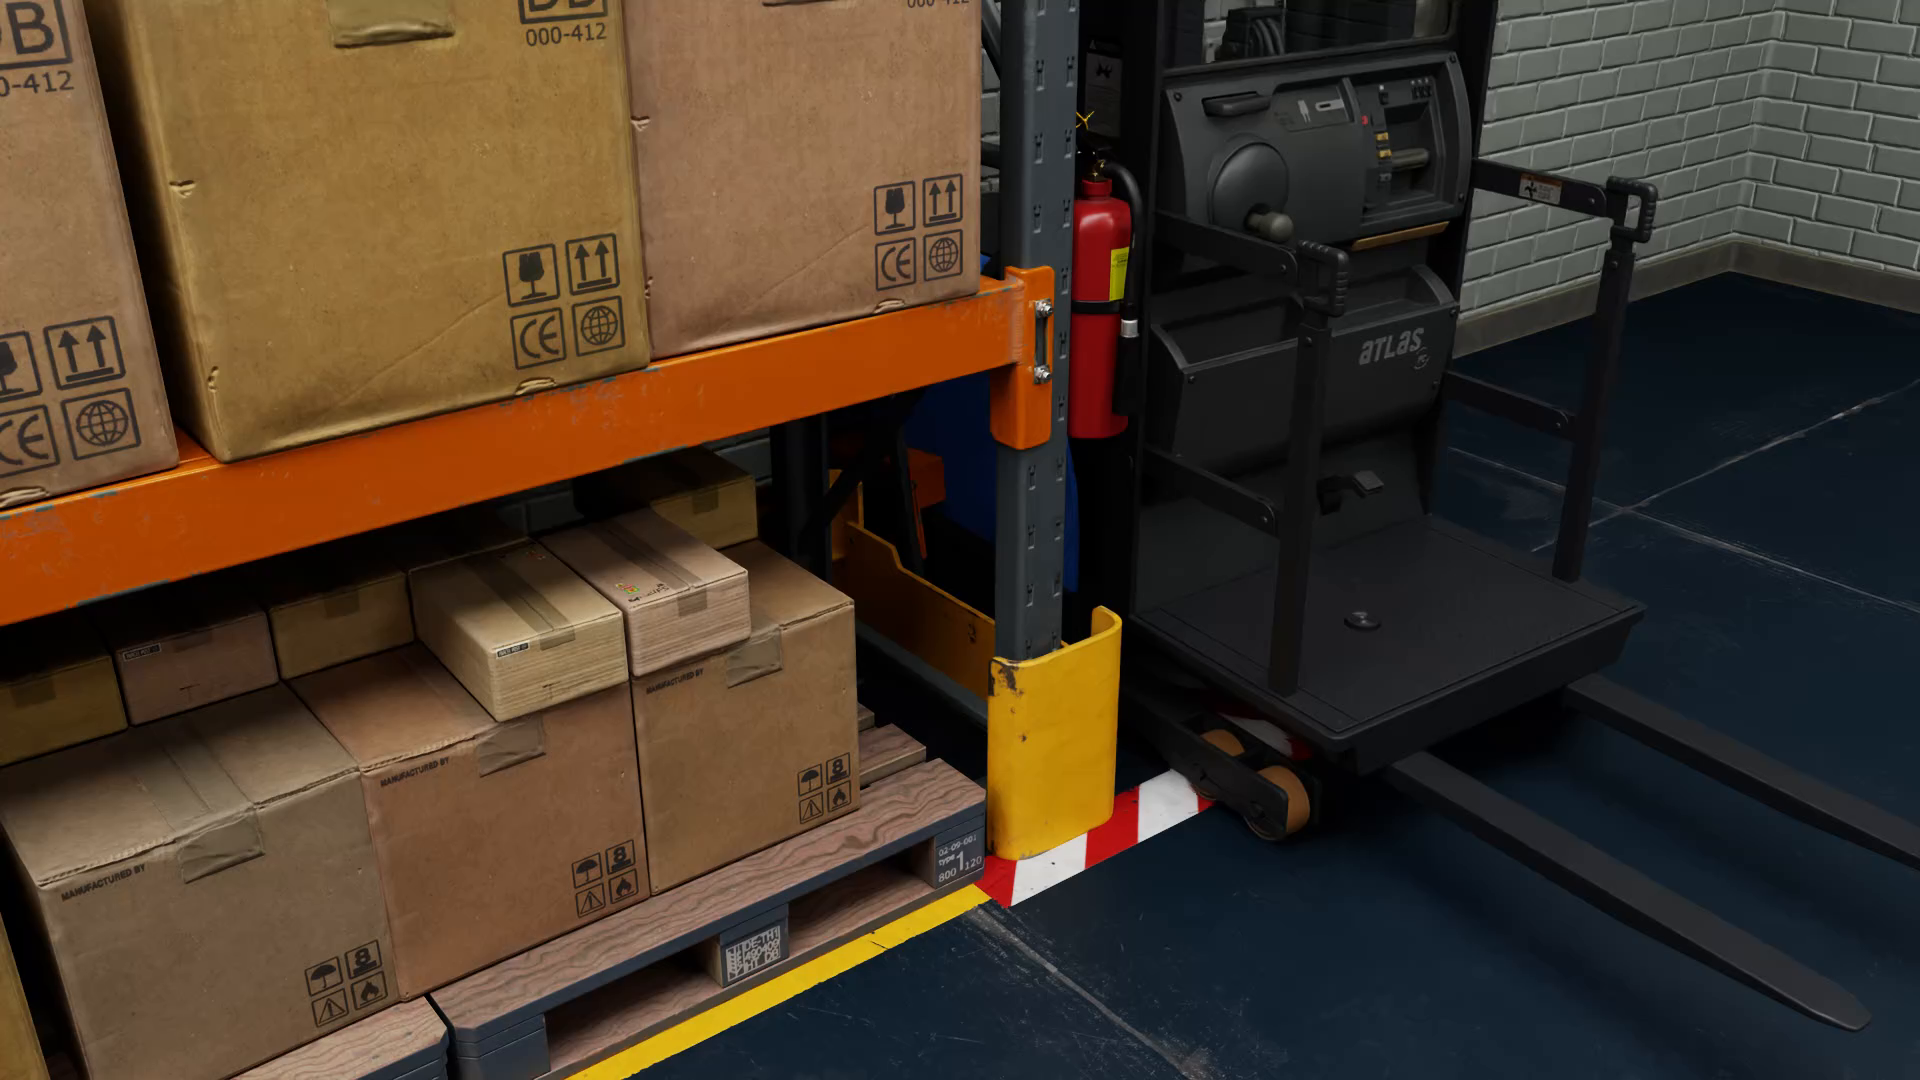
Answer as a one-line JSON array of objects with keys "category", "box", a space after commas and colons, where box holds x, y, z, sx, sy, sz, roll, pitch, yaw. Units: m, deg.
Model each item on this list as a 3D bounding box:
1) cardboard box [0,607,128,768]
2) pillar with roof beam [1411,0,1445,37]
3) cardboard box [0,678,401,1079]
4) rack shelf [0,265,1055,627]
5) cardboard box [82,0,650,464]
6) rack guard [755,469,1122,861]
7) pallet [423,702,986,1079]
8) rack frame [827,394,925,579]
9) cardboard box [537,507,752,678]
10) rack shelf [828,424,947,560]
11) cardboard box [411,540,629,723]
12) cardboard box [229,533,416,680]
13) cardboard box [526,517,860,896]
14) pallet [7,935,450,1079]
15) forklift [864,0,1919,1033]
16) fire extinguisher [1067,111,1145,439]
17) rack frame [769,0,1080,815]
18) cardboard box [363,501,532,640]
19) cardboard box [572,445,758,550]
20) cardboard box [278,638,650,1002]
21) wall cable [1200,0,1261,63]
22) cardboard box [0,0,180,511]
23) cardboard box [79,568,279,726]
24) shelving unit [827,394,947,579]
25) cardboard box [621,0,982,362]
[{"category": "cardboard box", "box": [-1.641, 0.229, 2.893, 0.250, 0.149, 0.380, -18, 30, -34]}, {"category": "pillar with roof beam", "box": [4.117, -3.149, 1.346, 0.400, 9.000, 9.100, -18, 31, -34]}, {"category": "cardboard box", "box": [-1.408, 0.553, 2.966, 0.500, 0.500, 0.700, -19, 31, -36]}, {"category": "rack shelf", "box": [-1.704, -0.020, 2.585, 4.000, 0.370, 1.077, -18, 31, -34]}, {"category": "cardboard box", "box": [-1.091, -0.674, 2.782, 0.700, 0.700, 0.980, -19, 31, -34]}, {"category": "rack guard", "box": [-0.111, 0.261, 4.093, 0.348, 0.500, 1.175, -18, 31, -34]}, {"category": "pallet", "box": [-0.711, 0.632, 3.637, 1.213, 0.211, 1.003, -18, 31, -34]}, {"category": "rack frame", "box": [-0.328, -0.344, 4.640, 0.032, 1.125, 0.500, -23, 24, -37]}, {"category": "cardboard box", "box": [-0.608, 0.092, 3.189, 0.250, 0.149, 0.380, -19, 31, -35]}, {"category": "rack shelf", "box": [0.079, -0.271, 5.024, 1.000, 0.278, 0.538, -23, 24, -37]}, {"category": "cardboard box", "box": [-0.809, 0.158, 3.046, 0.250, 0.149, 0.380, -17, 30, -33]}, {"category": "cardboard box", "box": [-1.240, 0.096, 3.180, 0.250, 0.149, 0.380, -18, 30, -34]}, {"category": "cardboard box", "box": [-0.619, 0.292, 3.528, 0.500, 0.500, 0.700, -18, 31, -34]}, {"category": "pallet", "box": [-1.671, 0.948, 2.958, 1.213, 0.211, 1.003, -18, 31, -34]}, {"category": "forklift", "box": [0.965, -0.878, 3.661, 1.130, 2.935, 3.031, -16, 29, -31]}, {"category": "fire extinguisher", "box": [0.273, -0.548, 3.403, 0.183, 0.674, 0.296, -18, 31, -34]}, {"category": "rack frame", "box": [-0.130, -0.866, 3.553, 0.127, 3.000, 1.000, -18, 31, -34]}, {"category": "cardboard box", "box": [-1.043, 0.031, 3.320, 0.250, 0.149, 0.380, -18, 30, -34]}, {"category": "cardboard box", "box": [-0.644, -0.101, 3.604, 0.250, 0.149, 0.380, -18, 30, -34]}, {"category": "cardboard box", "box": [-1.013, 0.422, 3.248, 0.500, 0.500, 0.700, -18, 31, -34]}, {"category": "wall cable", "box": [0.294, -1.973, 4.731, 1.851, 1.984, 0.084, -18, 31, -34]}, {"category": "cardboard box", "box": [-1.697, -0.479, 2.362, 0.700, 0.700, 0.980, -20, 32, -36]}, {"category": "cardboard box", "box": [-1.440, 0.162, 3.037, 0.250, 0.149, 0.380, -18, 30, -33]}, {"category": "shelving unit", "box": [0.048, -0.500, 4.944, 1.048, 1.125, 0.538, -23, 24, -37]}, {"category": "cardboard box", "box": [-0.525, -0.866, 3.197, 0.700, 0.700, 0.980, -17, 30, -32]}]
